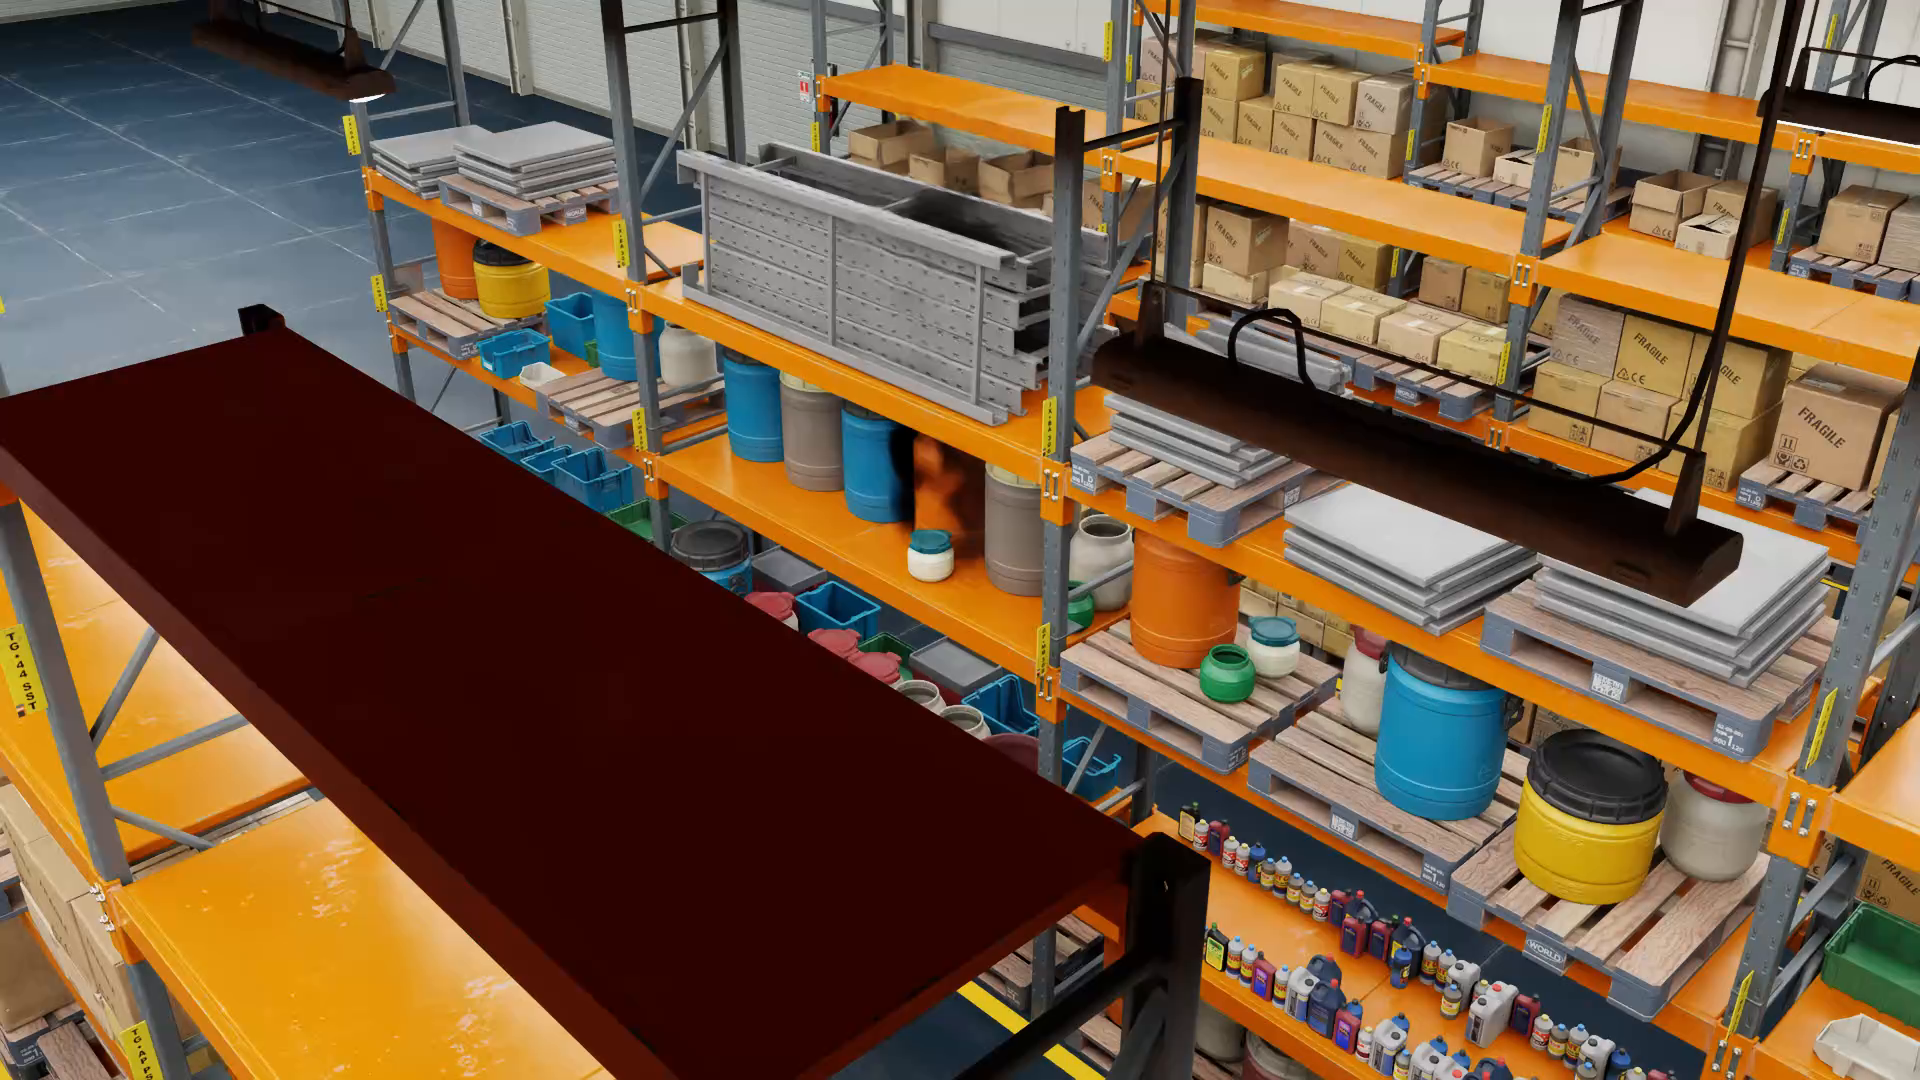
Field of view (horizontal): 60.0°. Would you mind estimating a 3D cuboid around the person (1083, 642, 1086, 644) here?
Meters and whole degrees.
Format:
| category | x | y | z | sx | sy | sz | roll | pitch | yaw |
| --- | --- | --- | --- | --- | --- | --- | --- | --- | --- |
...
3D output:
| category | x | y | z | sx | sy | sz | roll | pitch | yaw |
| --- | --- | --- | --- | --- | --- | --- | --- | --- | --- |
| person | 0.887 | 0.582 | 13.471 | 0.810 | 1.753 | 0.484 | 17 | 33 | 29 |
